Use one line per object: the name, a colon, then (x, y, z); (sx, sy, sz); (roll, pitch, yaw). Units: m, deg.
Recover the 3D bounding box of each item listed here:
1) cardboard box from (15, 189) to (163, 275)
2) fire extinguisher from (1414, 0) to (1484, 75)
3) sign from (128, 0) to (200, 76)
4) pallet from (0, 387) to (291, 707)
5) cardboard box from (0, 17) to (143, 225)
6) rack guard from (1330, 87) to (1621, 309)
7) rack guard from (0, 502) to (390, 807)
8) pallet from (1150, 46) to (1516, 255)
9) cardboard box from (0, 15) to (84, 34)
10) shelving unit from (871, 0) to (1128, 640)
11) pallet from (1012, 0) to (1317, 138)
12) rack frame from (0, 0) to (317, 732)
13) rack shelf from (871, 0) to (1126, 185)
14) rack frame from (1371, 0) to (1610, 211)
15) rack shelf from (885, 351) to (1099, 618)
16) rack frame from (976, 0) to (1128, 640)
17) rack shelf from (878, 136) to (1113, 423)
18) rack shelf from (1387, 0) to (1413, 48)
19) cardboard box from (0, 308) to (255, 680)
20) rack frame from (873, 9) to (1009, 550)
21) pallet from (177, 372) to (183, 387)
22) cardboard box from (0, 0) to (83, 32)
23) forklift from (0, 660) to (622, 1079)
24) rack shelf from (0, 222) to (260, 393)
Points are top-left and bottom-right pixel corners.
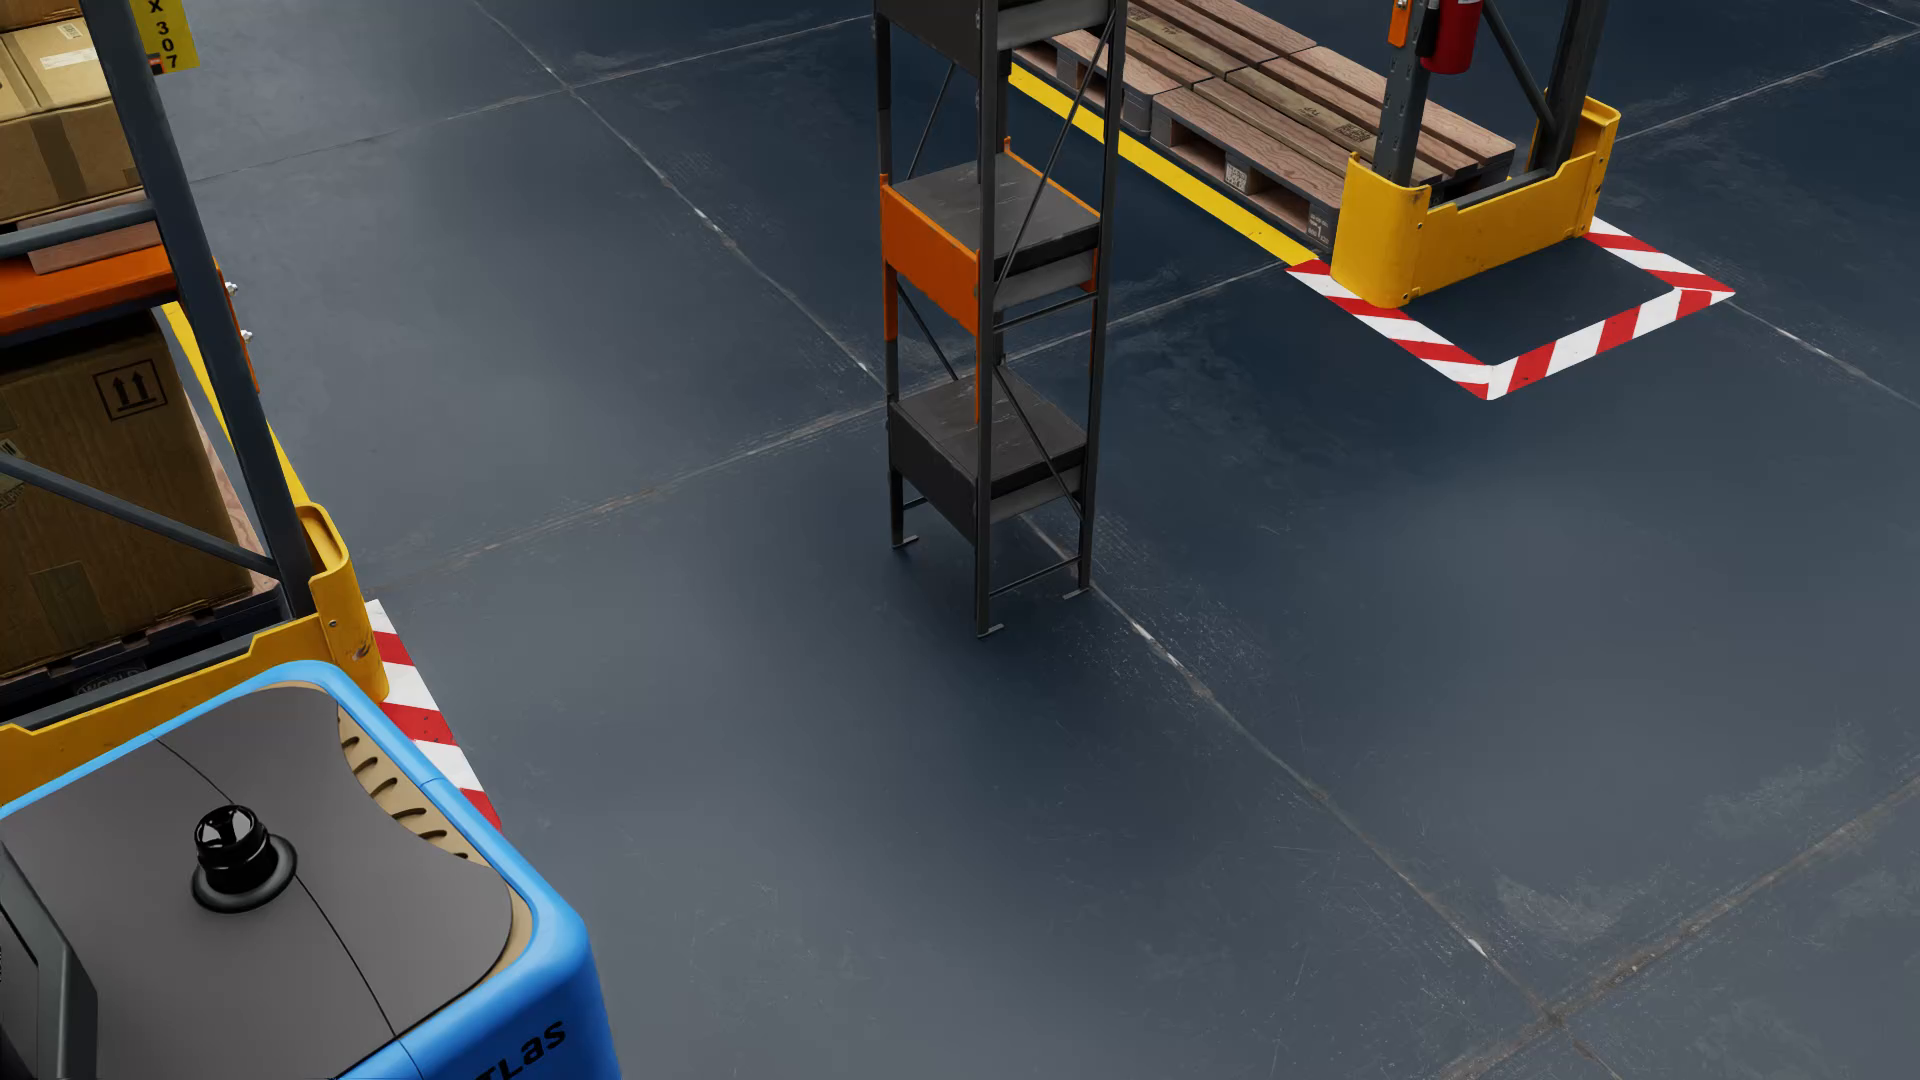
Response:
cardboard box: (-2.109, -0.817, 4.083); (0.380, 0.149, 0.250); (-22, 44, -24)
fire extinguisher: (1.678, -1.902, 5.541); (0.296, 0.674, 0.183); (-22, 45, -24)
sign: (-1.725, -1.159, 3.559); (0.100, 0.325, 0.005); (-22, 45, -24)
pallet: (-2.692, 0.059, 5.015); (1.003, 0.211, 1.213); (-22, 45, -24)
cardboard box: (-2.227, -1.017, 4.012); (0.500, 0.250, 0.500); (-23, 45, -25)
rack guard: (2.004, -1.344, 6.473); (1.175, 0.500, 0.348); (-22, 45, -24)
rack guard: (-2.183, 0.365, 4.421); (1.175, 0.500, 0.348); (-22, 45, -24)
pallet: (1.569, -1.700, 7.125); (1.003, 0.211, 1.213); (-22, 45, -24)
cardboard box: (-2.512, -1.295, 4.346); (0.500, 0.250, 0.500); (-23, 45, -25)
shelving unit: (0.089, -0.717, 4.471); (0.431, 2.100, 0.503); (-22, 45, -24)
pallet: (0.917, -2.358, 7.915); (1.003, 0.211, 1.213); (-22, 45, -24)
rack frame: (-2.196, -0.608, 3.637); (1.000, 3.000, 0.127); (-22, 45, -24)
rack shelf: (0.089, -1.245, 4.031); (0.431, 0.518, 0.480); (-22, 45, -24)
rack frame: (1.980, -2.313, 5.683); (1.000, 3.000, 0.127); (-22, 45, -24)
rack shelf: (0.089, -0.169, 4.927); (0.431, 0.518, 0.480); (-22, 45, -24)
rack frame: (0.220, -0.586, 4.313); (0.400, 2.100, 0.015); (-22, 45, -24)
rack shelf: (0.089, -0.707, 4.479); (0.431, 0.518, 0.480); (-22, 45, -24)
rack shelf: (0.904, -3.116, 7.208); (1.077, 0.370, 4.000); (-22, 45, -24)
cardboard box: (-2.608, -0.271, 4.564); (0.875, 0.875, 0.875); (-22, 45, -24)
rack frame: (-0.042, -0.849, 4.629); (0.400, 2.100, 0.015); (-22, 45, -24)
pallet: (-3.344, -0.599, 5.804); (1.003, 0.211, 1.213); (-22, 45, -24)
cardboard box: (-2.496, -1.575, 4.096); (0.500, 0.500, 0.500); (-23, 45, -25)
forklift: (-2.026, 0.787, 2.015); (3.031, 2.935, 1.130); (-32, 49, -32)
rack shelf: (-3.272, -1.411, 5.162); (1.077, 0.370, 4.000); (-22, 45, -24)
